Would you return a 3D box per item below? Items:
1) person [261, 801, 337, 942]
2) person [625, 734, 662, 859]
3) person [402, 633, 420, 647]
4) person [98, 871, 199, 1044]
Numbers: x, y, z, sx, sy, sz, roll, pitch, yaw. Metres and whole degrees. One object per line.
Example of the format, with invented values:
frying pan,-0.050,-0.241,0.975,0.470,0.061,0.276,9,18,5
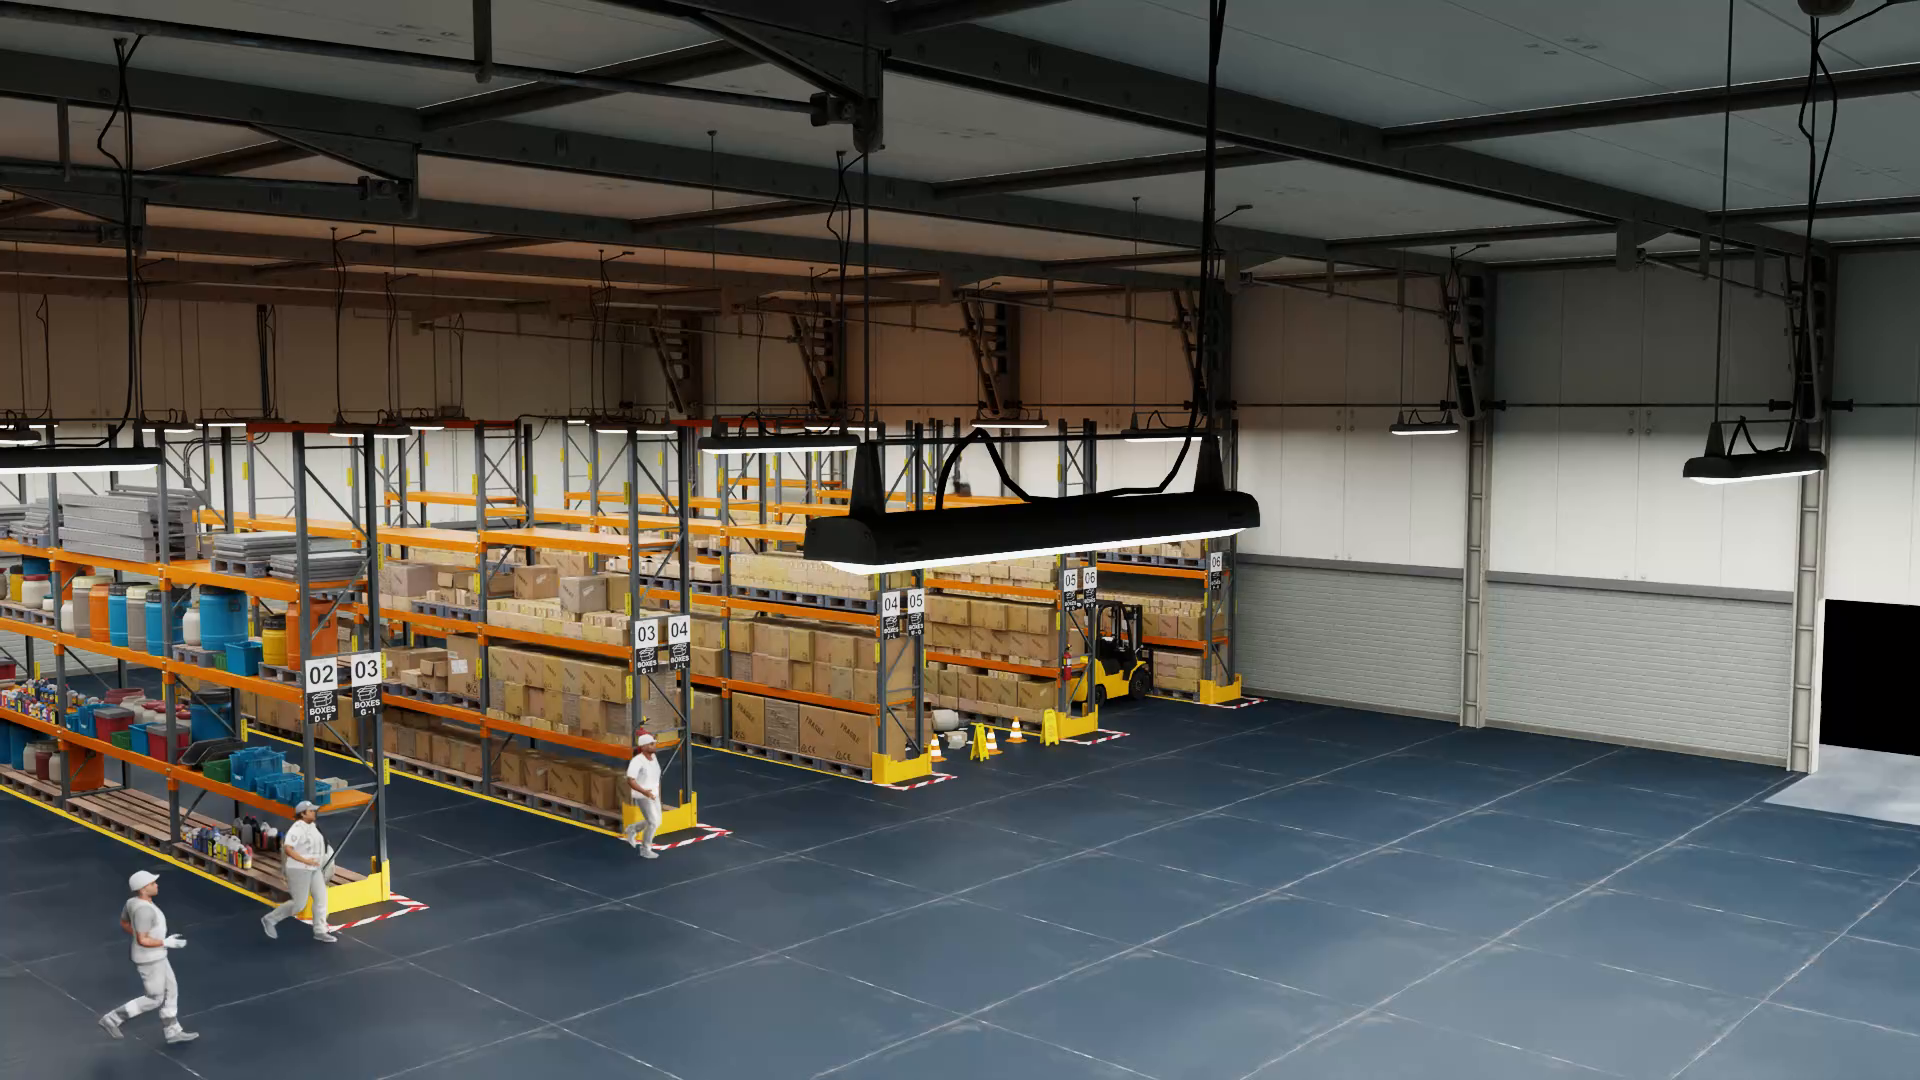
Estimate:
person,-7.750,3.913,19.697,0.878,1.615,0.679,0,5,6
person,-4.451,3.571,23.309,0.616,1.728,0.734,1,5,15
person,-13.176,2.222,39.901,0.710,1.729,0.666,2,5,22
person,-7.983,4.111,16.310,0.889,1.766,0.655,-3,5,-29
